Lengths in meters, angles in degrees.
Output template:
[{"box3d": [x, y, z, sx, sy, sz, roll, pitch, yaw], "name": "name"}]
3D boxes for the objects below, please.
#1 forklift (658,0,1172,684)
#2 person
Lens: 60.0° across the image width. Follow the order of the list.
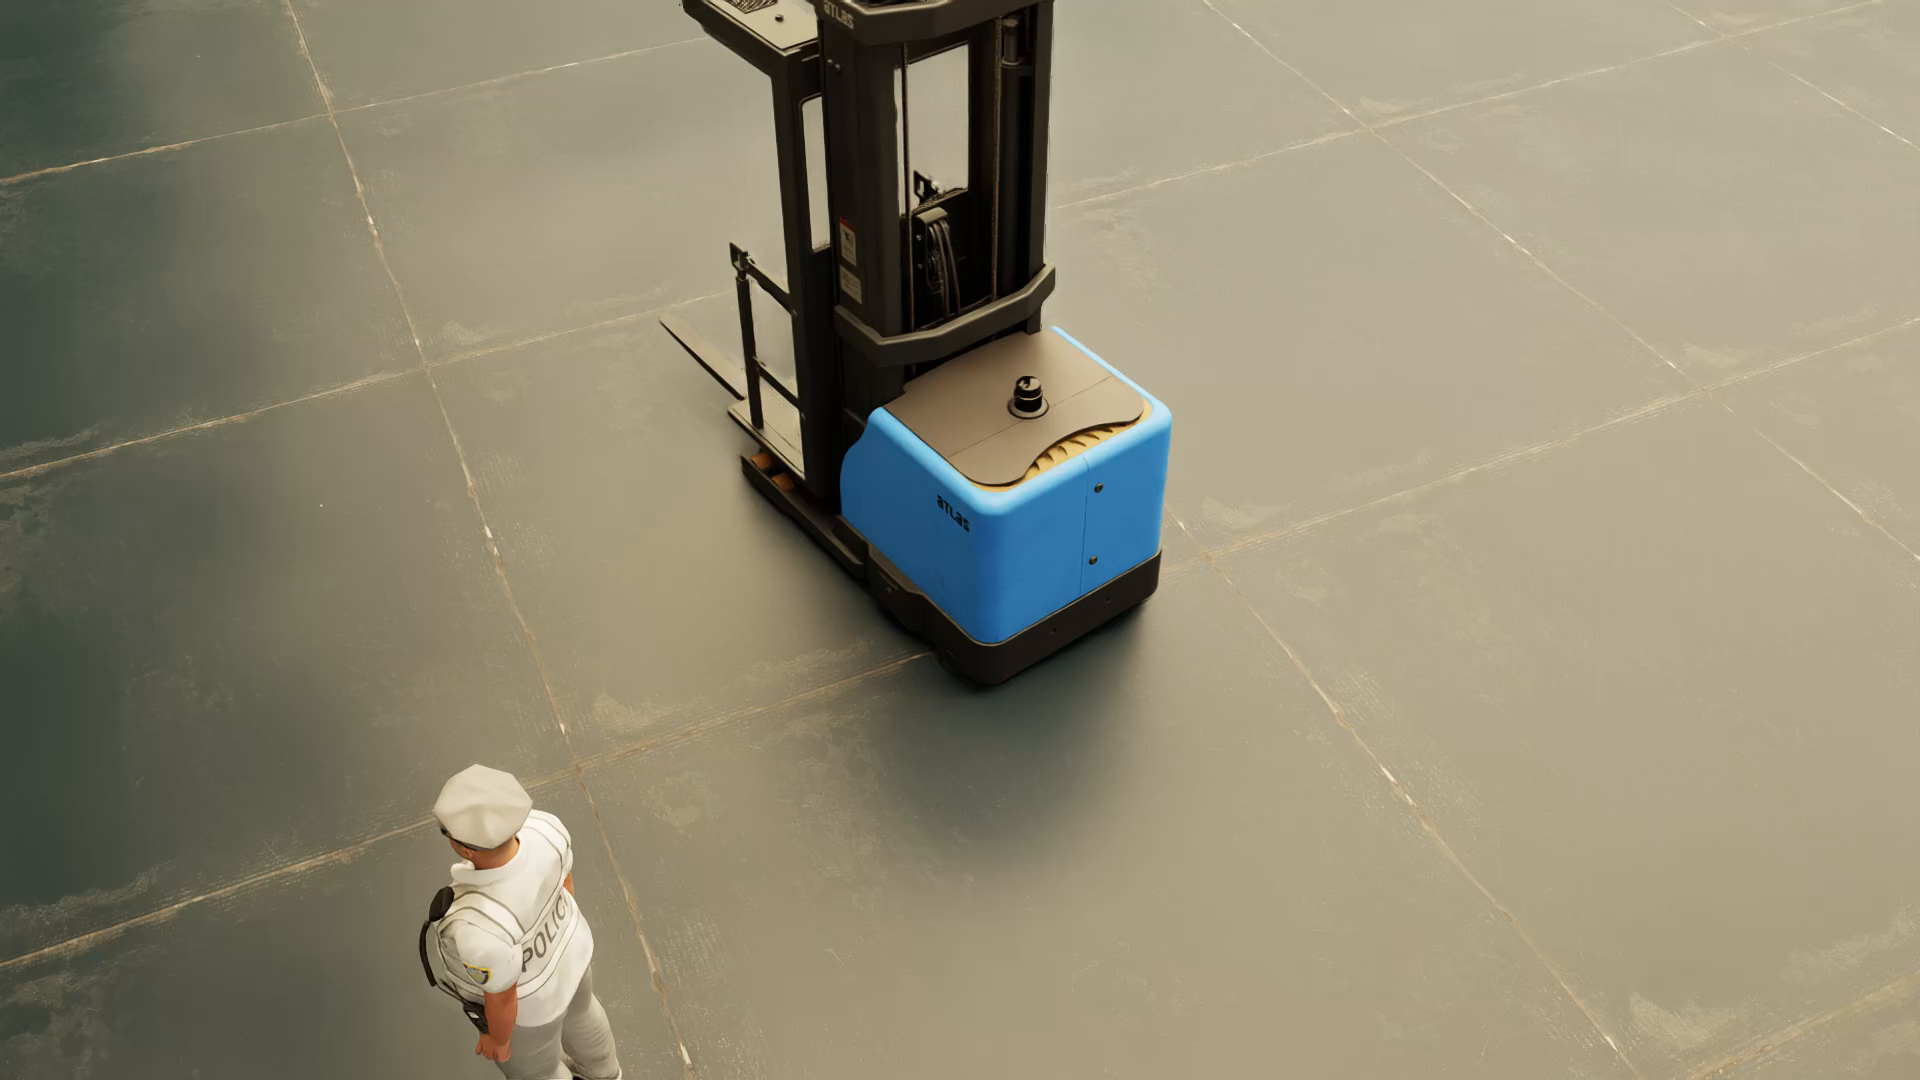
[{"box3d": [-0.405, -1.412, 7.193, 1.130, 2.935, 3.031, -28, 50, -26], "name": "forklift"}, {"box3d": [-1.342, 1.323, 5.114, 0.395, 1.773, 0.528, 10, 44, 11], "name": "person"}]
